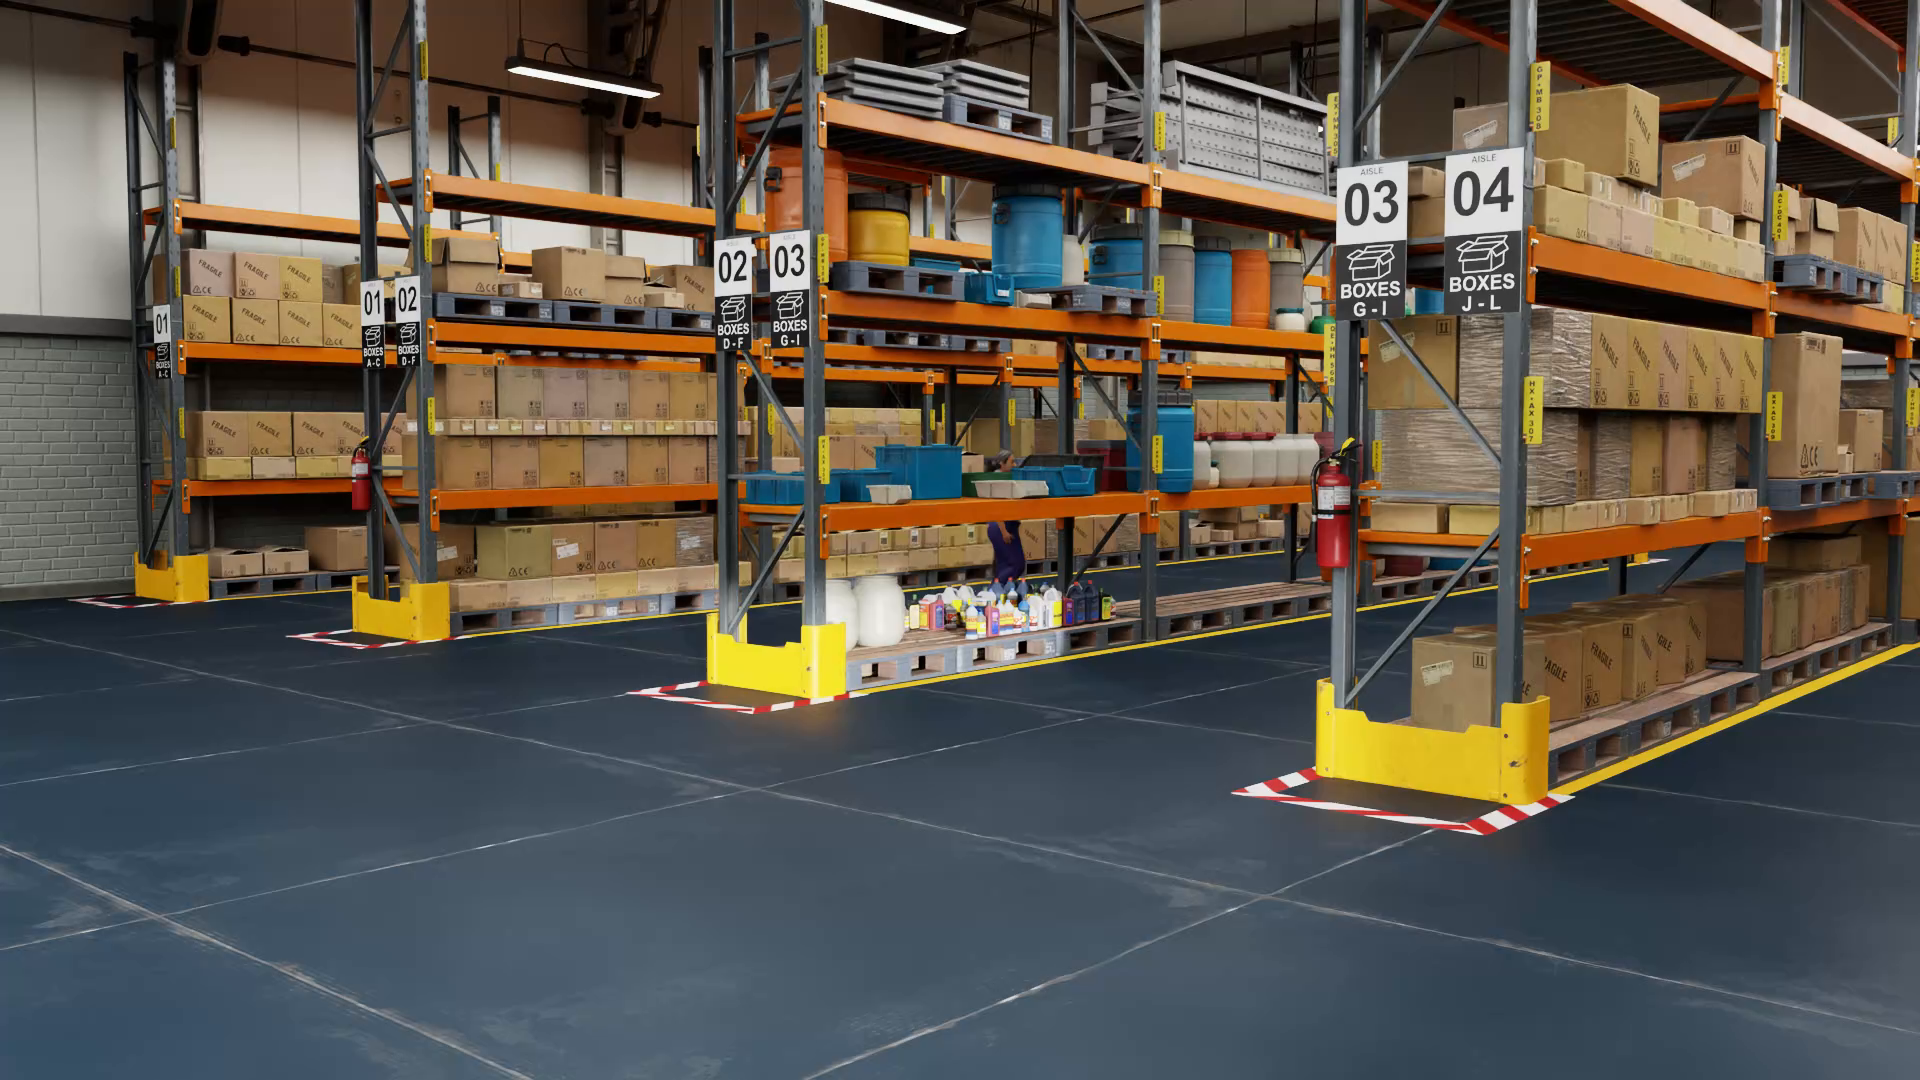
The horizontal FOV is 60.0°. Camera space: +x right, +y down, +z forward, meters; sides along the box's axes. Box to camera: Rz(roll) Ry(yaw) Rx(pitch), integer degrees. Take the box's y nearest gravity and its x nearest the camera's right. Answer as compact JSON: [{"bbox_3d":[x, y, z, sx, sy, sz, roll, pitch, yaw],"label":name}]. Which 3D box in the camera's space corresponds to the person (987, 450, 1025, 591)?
[{"bbox_3d":[0.445,-0.074,16.567,0.444,1.647,0.492,0,4,7],"label":"person"}]
